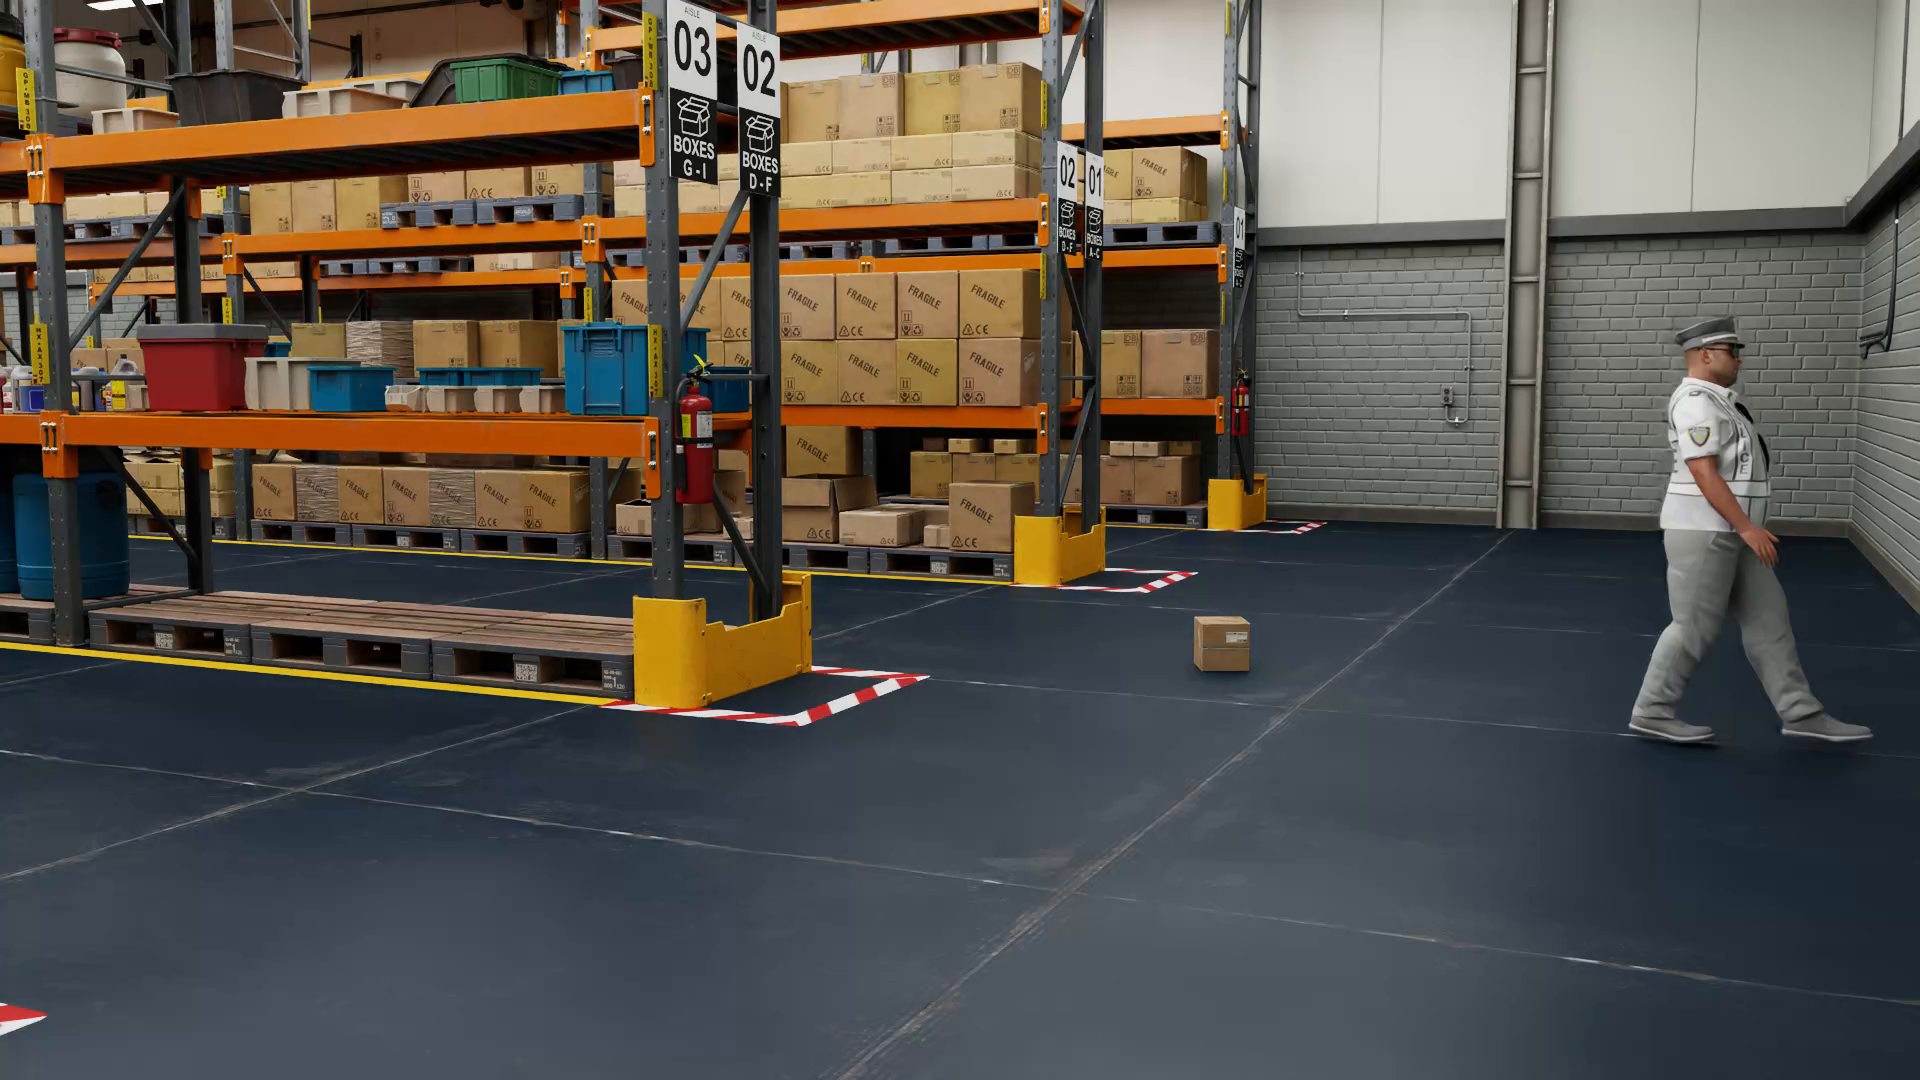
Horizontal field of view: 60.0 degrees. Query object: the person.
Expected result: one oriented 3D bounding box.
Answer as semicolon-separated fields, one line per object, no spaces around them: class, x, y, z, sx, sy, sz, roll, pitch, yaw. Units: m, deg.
person;3.188;-0.027;6.670;0.880;1.737;0.591;4;7;37
